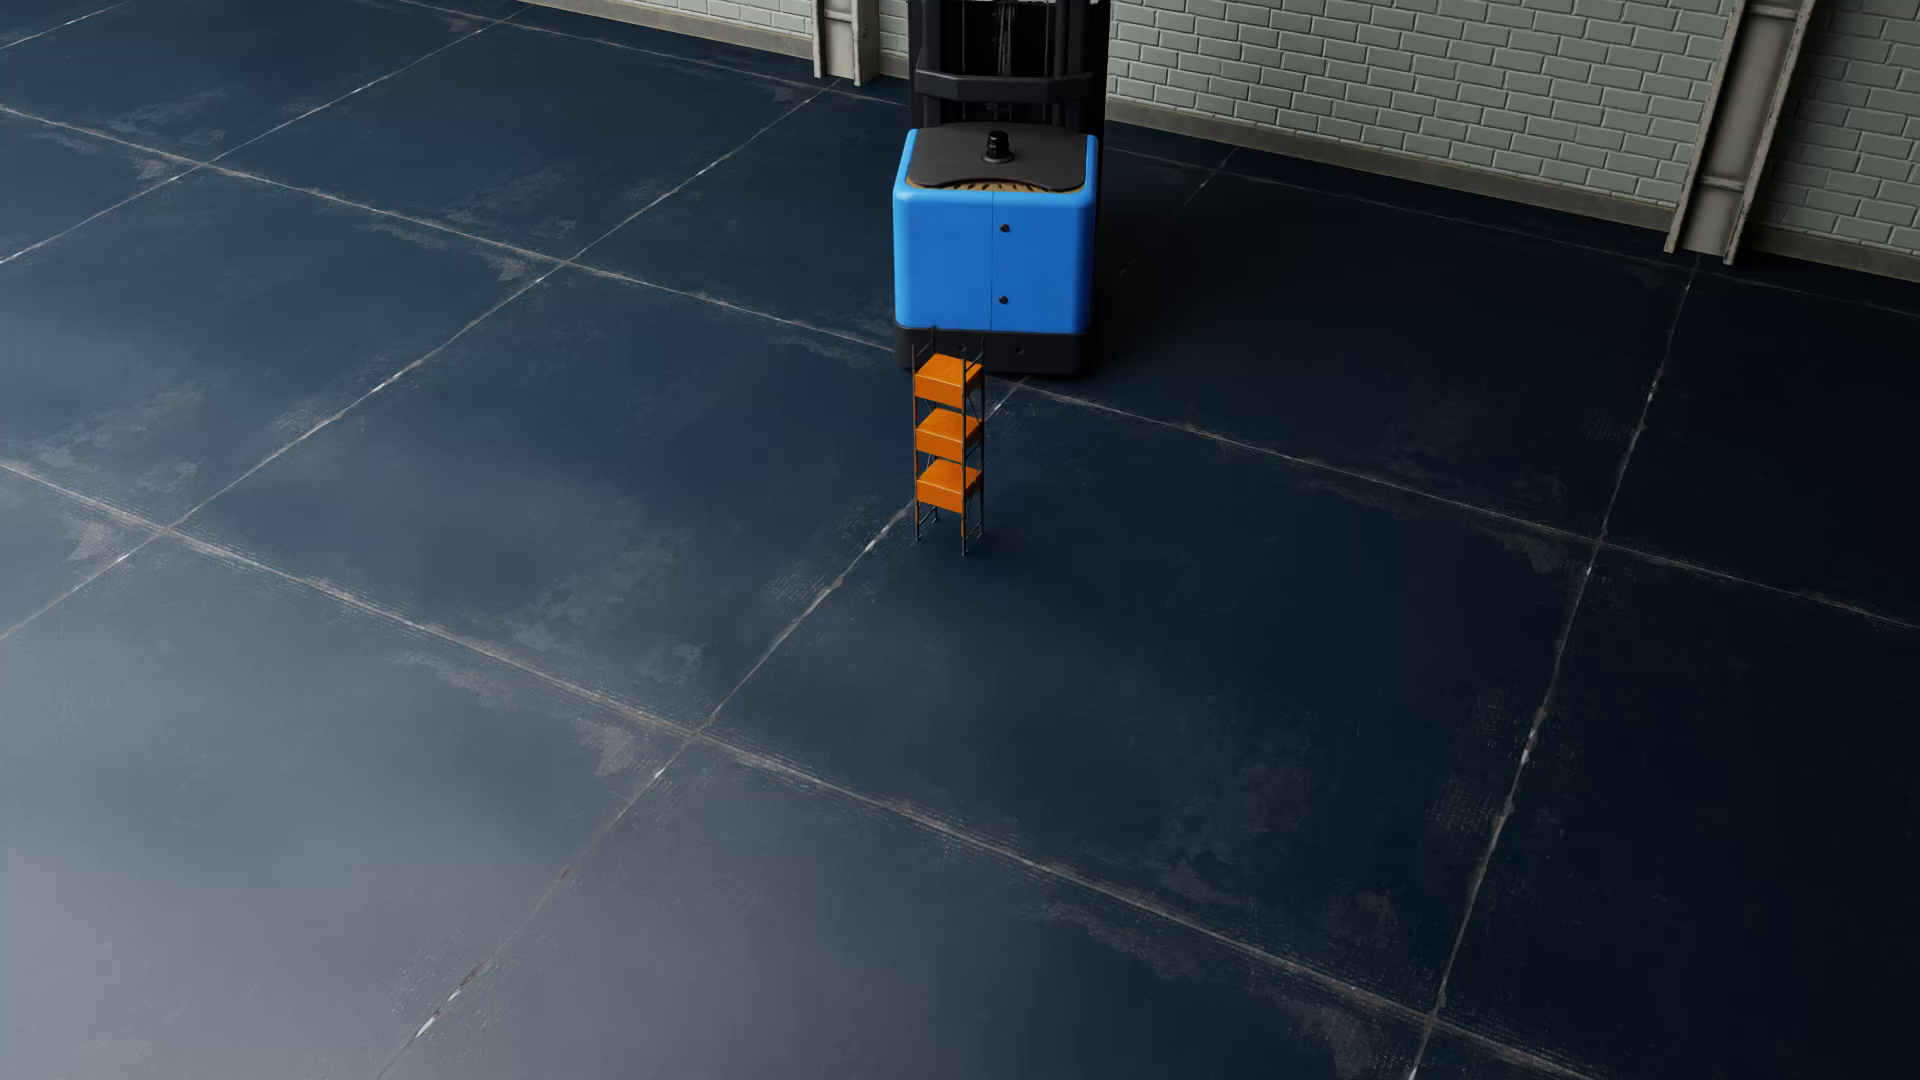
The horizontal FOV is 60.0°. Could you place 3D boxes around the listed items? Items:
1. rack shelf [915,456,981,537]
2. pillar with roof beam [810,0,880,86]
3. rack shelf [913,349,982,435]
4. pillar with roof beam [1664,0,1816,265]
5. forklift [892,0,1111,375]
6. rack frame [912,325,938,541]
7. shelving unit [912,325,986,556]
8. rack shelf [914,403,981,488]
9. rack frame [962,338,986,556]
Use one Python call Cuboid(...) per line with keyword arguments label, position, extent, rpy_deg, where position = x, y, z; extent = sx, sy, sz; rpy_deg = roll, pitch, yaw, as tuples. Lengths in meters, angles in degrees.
Cuboid(label="rack shelf", position=(-0.048, -0.203, 7.627), extent=(0.240, 0.259, 0.215), rpy_deg=(17, 41, 21))
Cuboid(label="pillar with roof beam", position=(-2.809, -4.715, 6.518), extent=(0.400, 9.000, 9.100), rpy_deg=(17, 41, 21))
Cuboid(label="rack shelf", position=(-0.047, -0.651, 7.287), extent=(0.240, 0.259, 0.215), rpy_deg=(17, 41, 21))
Cuboid(label="pillar with roof beam", position=(2.519, -3.046, 4.321), extent=(0.400, 9.000, 9.100), rpy_deg=(17, 41, 21))
Cuboid(label="forklift", position=(0.283, -2.916, 9.167), extent=(1.130, 2.935, 3.031), rpy_deg=(3, 37, 4))
Cuboid(label="rack frame", position=(-0.156, -0.467, 7.497), extent=(0.008, 1.050, 0.200), rpy_deg=(17, 41, 21))
Cuboid(label="shelving unit", position=(-0.048, -0.433, 7.452), extent=(0.252, 1.050, 0.215), rpy_deg=(17, 41, 21))
Cuboid(label="rack shelf", position=(-0.047, -0.425, 7.459), extent=(0.240, 0.259, 0.215), rpy_deg=(17, 41, 21))
Cuboid(label="rack frame", position=(0.061, -0.399, 7.407), extent=(0.008, 1.050, 0.200), rpy_deg=(17, 41, 21))
